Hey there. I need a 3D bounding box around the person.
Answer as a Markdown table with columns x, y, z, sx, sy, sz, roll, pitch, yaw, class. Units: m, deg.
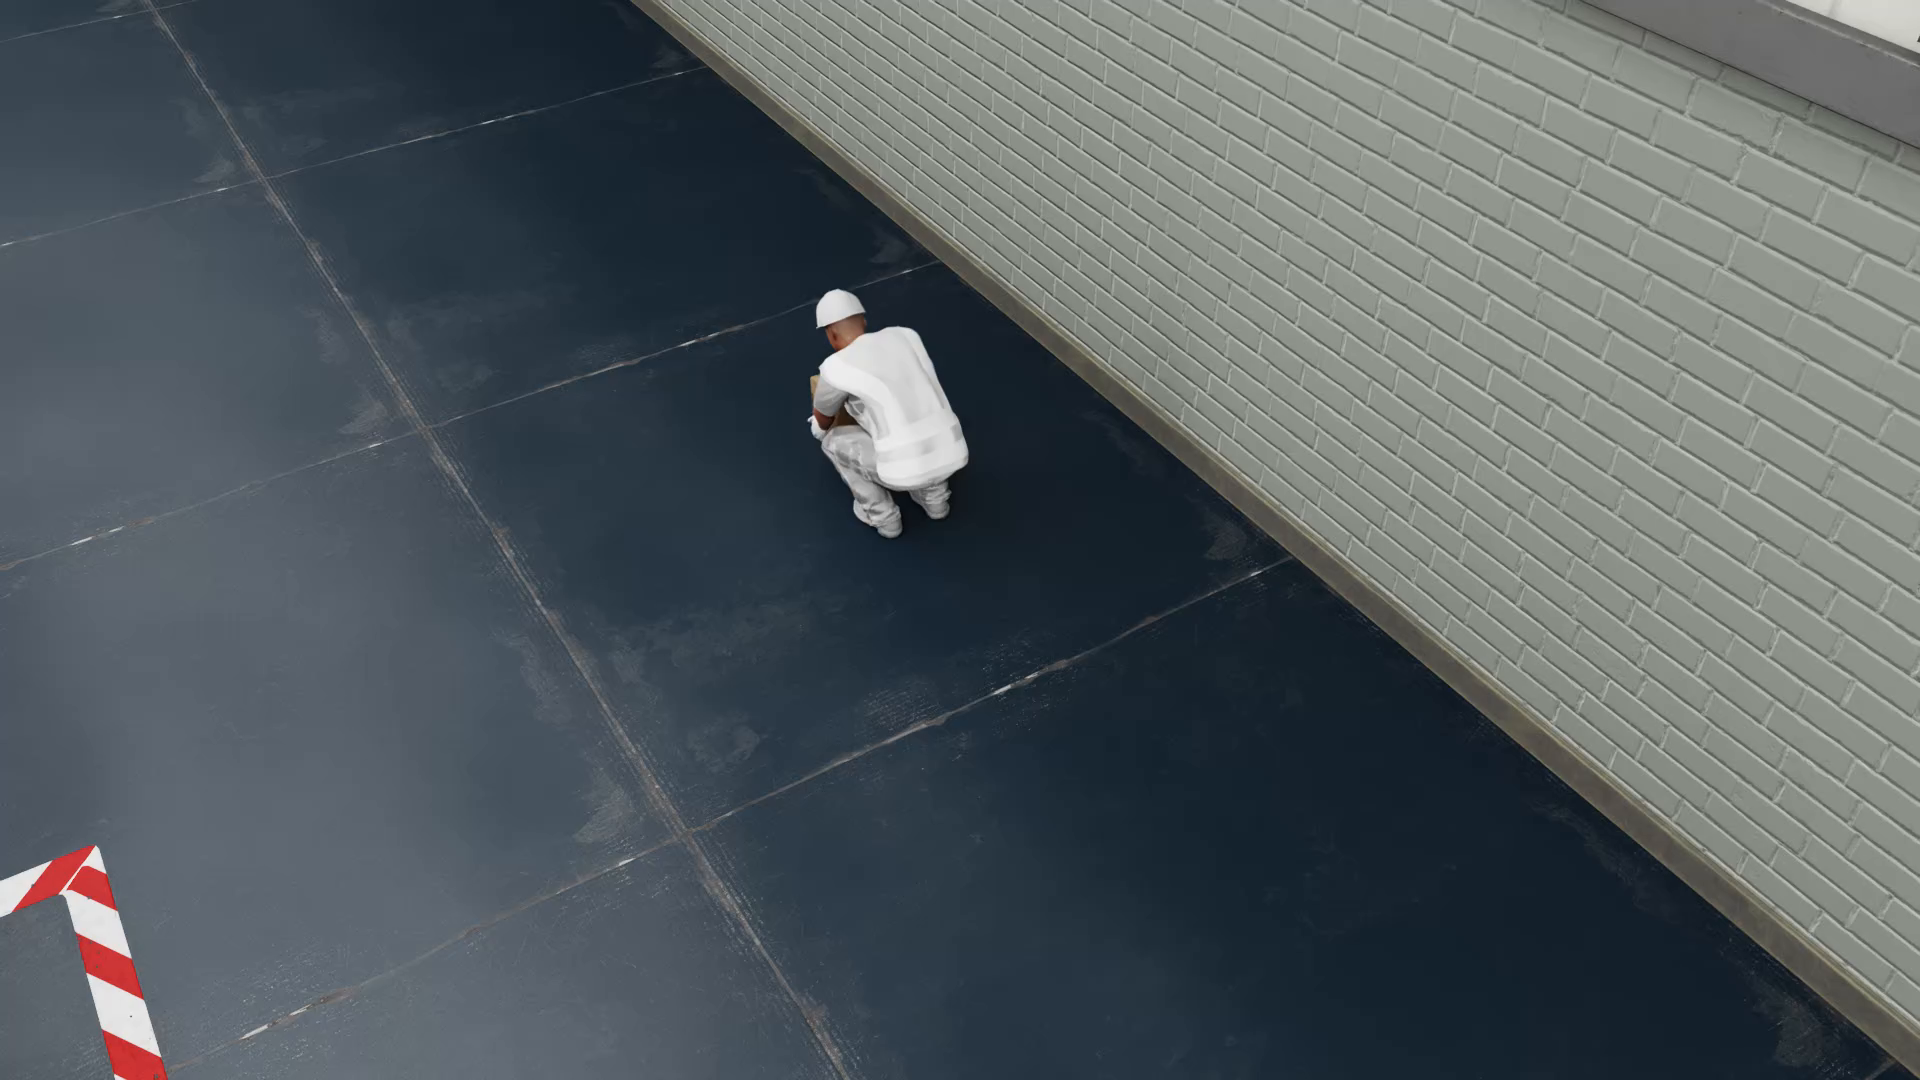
| x | y | z | sx | sy | sz | roll | pitch | yaw | class |
| --- | --- | --- | --- | --- | --- | --- | --- | --- | --- |
| -0.357 | -0.578 | 7.429 | 0.566 | 1.004 | 0.903 | -23 | 46 | -25 | person |
